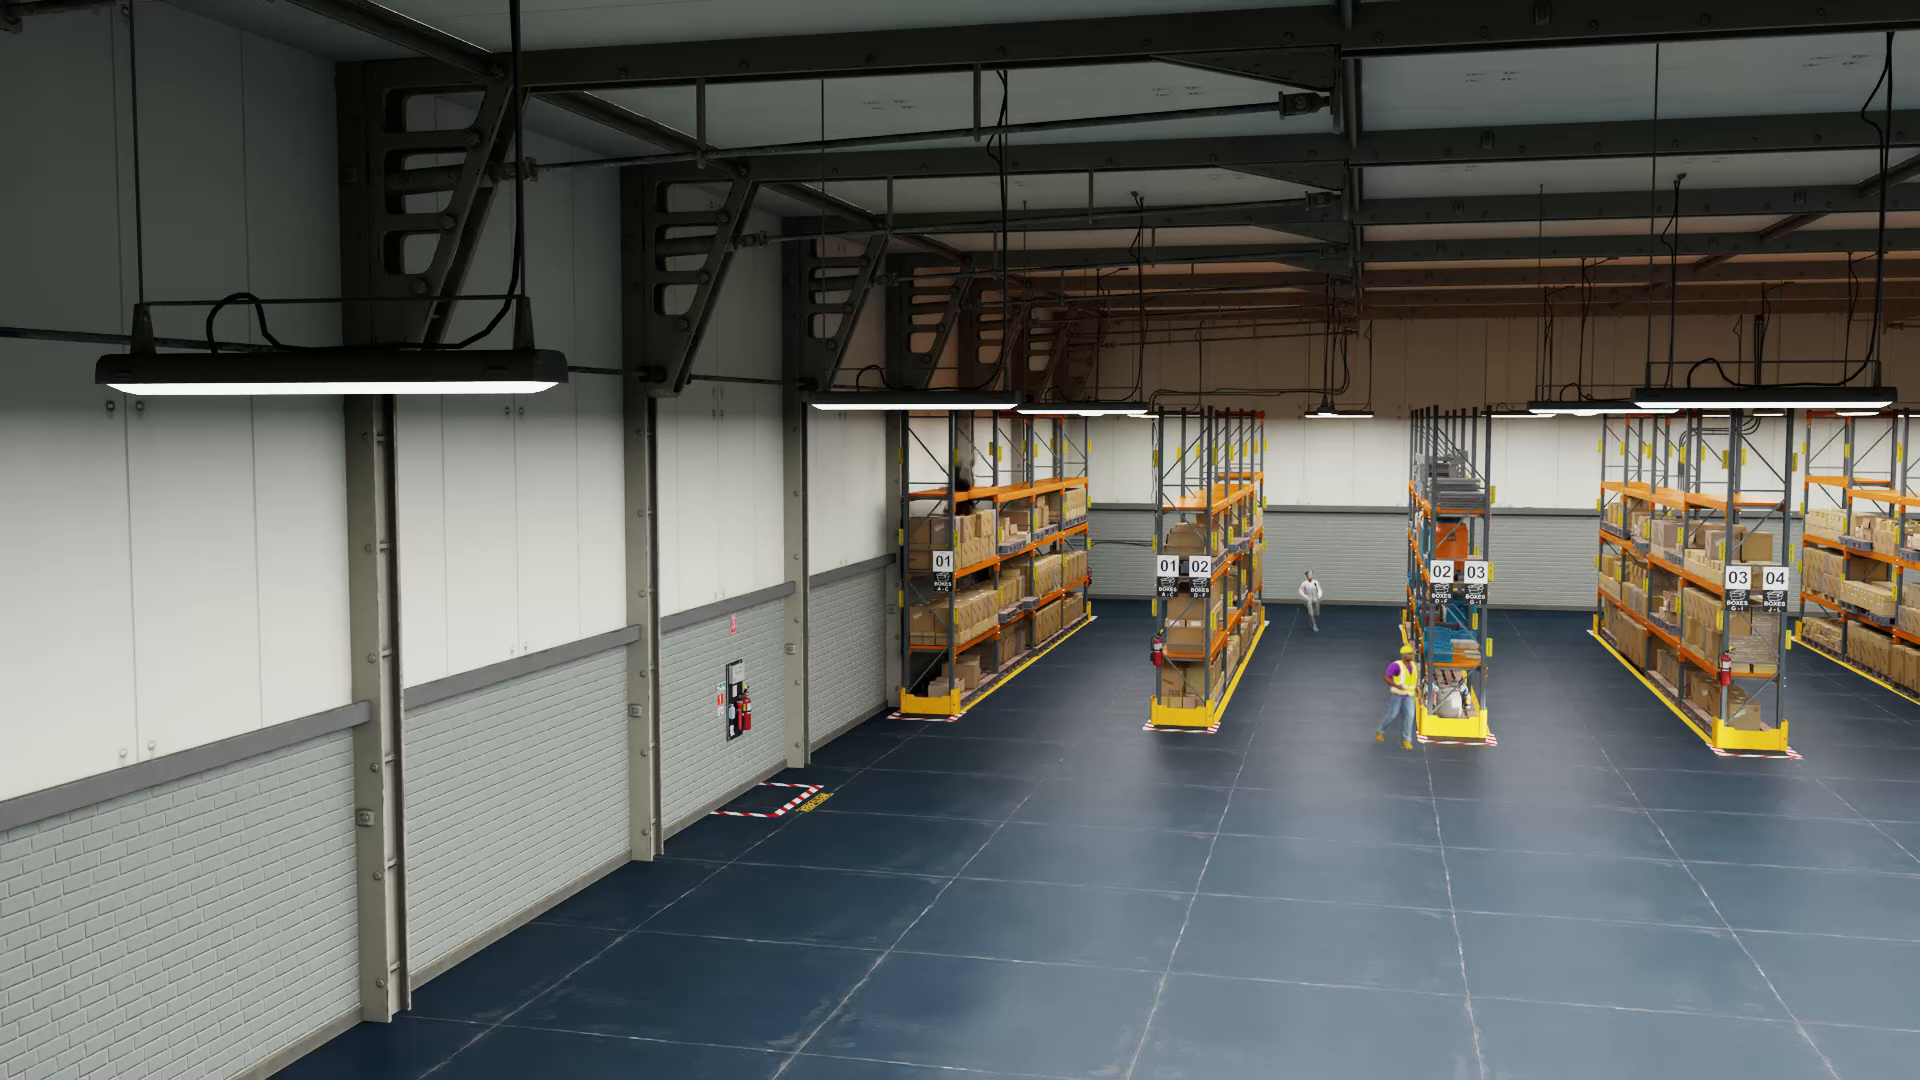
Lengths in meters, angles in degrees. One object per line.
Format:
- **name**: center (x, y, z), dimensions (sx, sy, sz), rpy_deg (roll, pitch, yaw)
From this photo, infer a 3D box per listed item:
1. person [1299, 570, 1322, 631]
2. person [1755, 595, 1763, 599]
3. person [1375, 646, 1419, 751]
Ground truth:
- **person**: center (9.597, 1.648, 45.506), dimensions (0.625, 1.655, 0.619), rpy_deg (0, 4, 0)
- **person**: center (20.055, 1.872, 41.467), dimensions (0.652, 1.742, 0.577), rpy_deg (1, 4, 18)
- **person**: center (7.812, 2.744, 29.253), dimensions (0.757, 1.768, 0.903), rpy_deg (-1, 4, -18)
